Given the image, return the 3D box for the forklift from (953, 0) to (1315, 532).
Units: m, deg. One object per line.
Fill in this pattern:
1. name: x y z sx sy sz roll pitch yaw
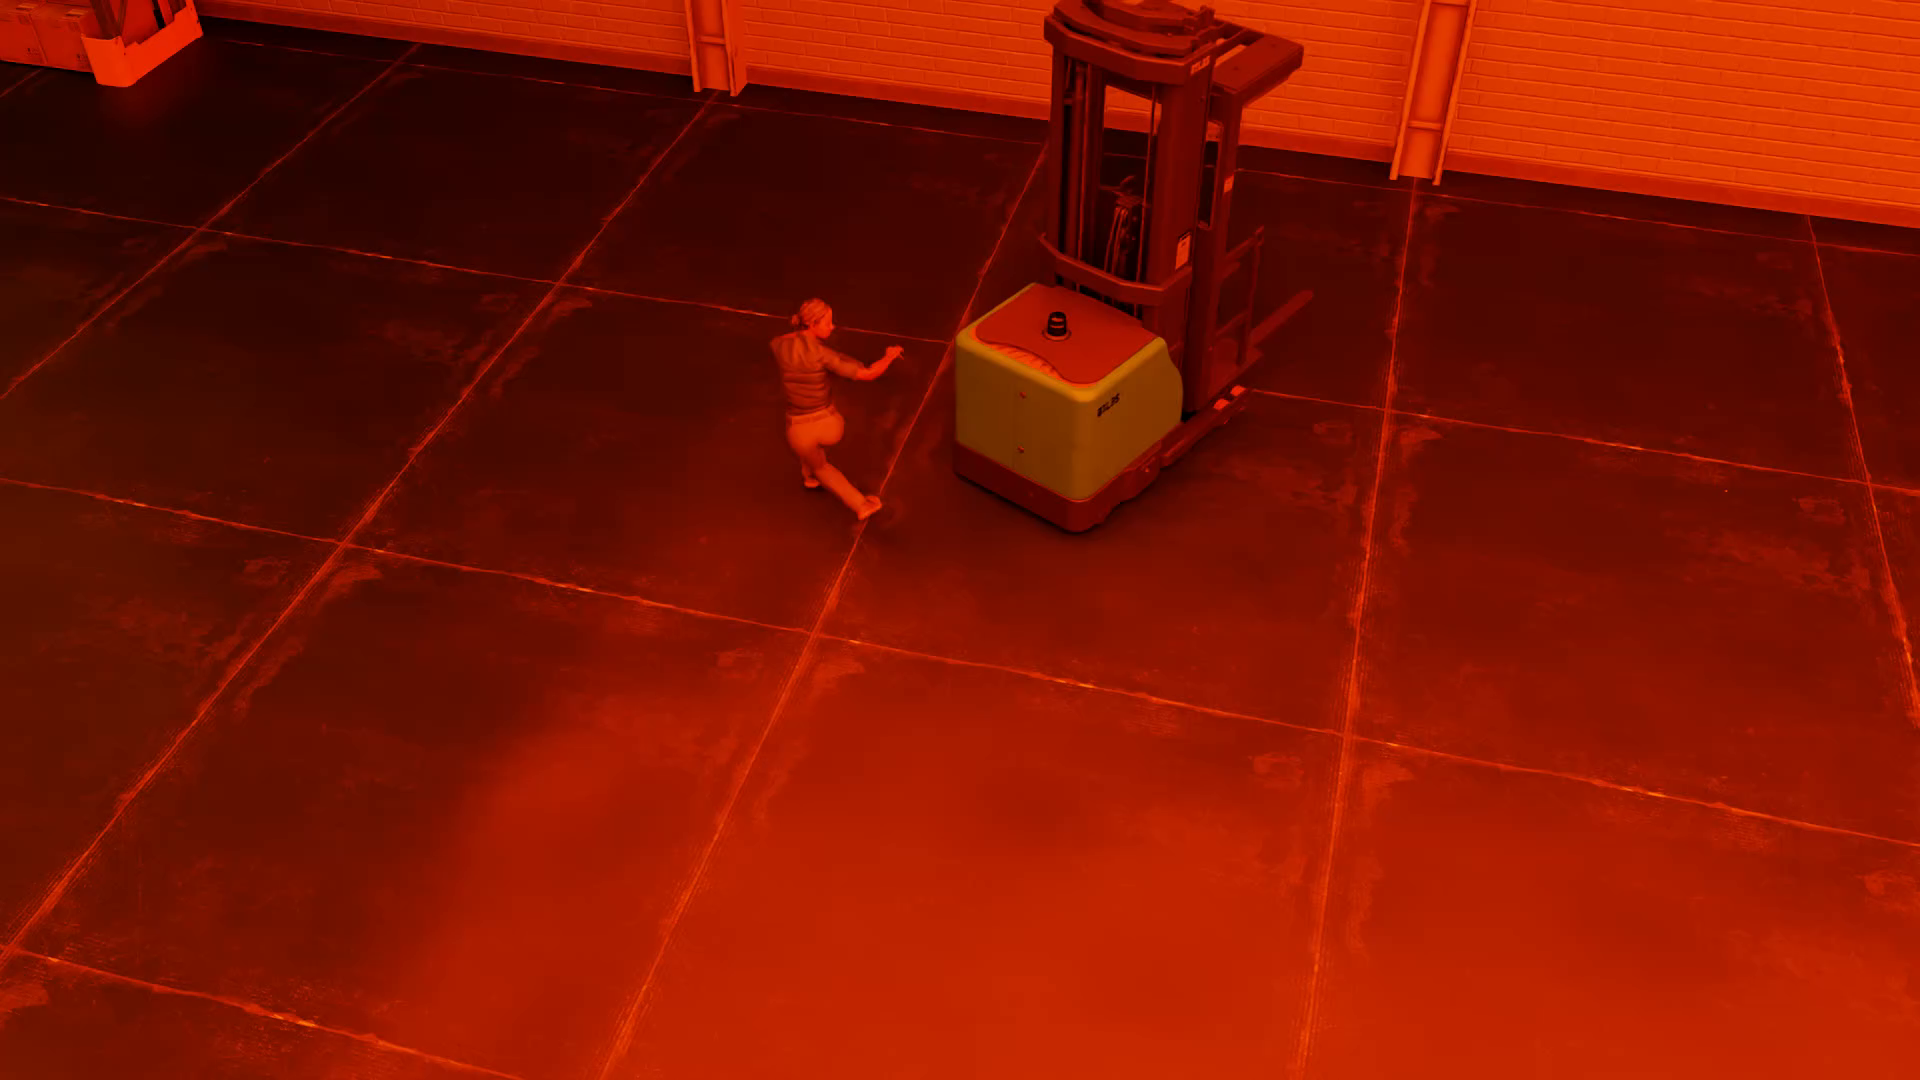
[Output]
1. forklift: 1.283 -2.056 10.206 1.130 2.935 3.031 29 49 29

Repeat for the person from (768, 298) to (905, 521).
1. person: -0.724 -0.855 9.995 0.795 1.426 1.088 -5 41 -5
